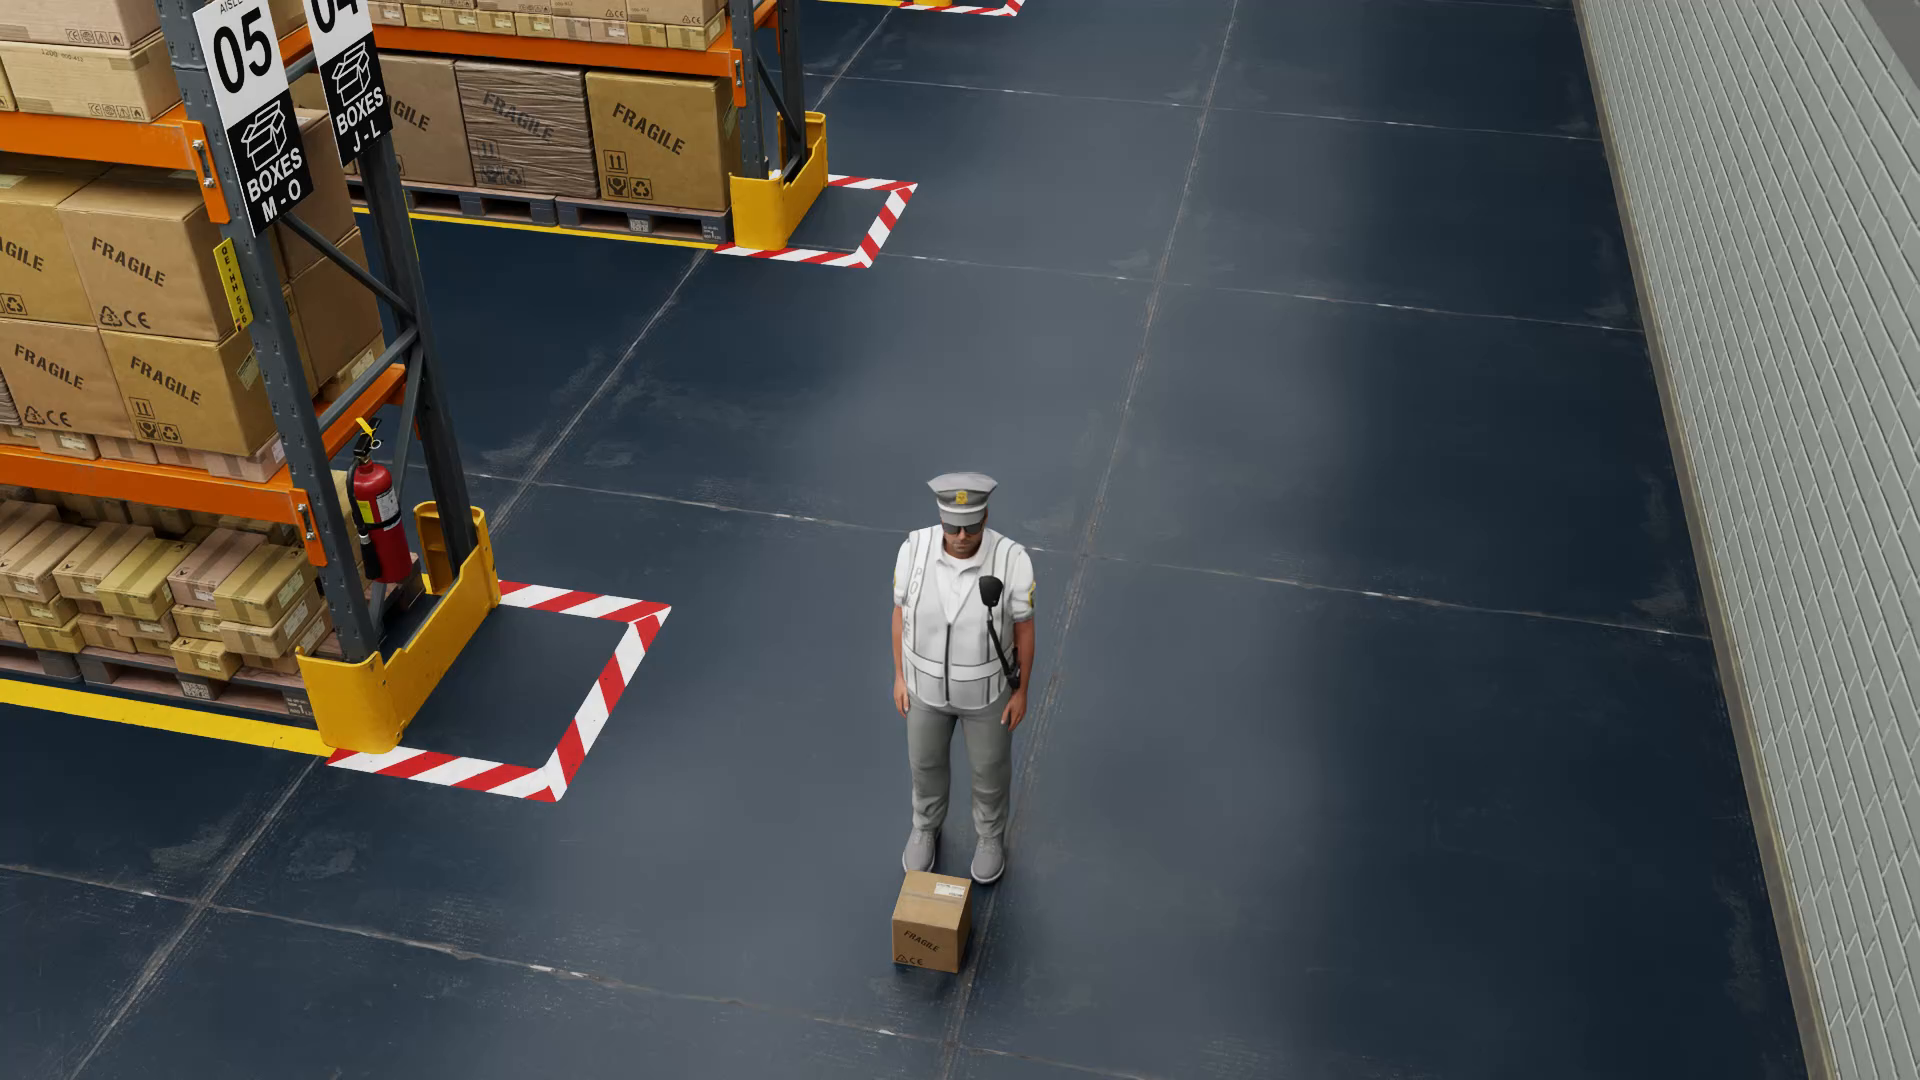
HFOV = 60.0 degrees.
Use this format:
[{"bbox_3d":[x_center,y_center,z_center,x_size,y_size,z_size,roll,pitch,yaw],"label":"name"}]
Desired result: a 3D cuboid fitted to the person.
[{"bbox_3d":[0.001,0.532,6.205,0.536,1.780,0.403,8,37,10],"label":"person"}]
